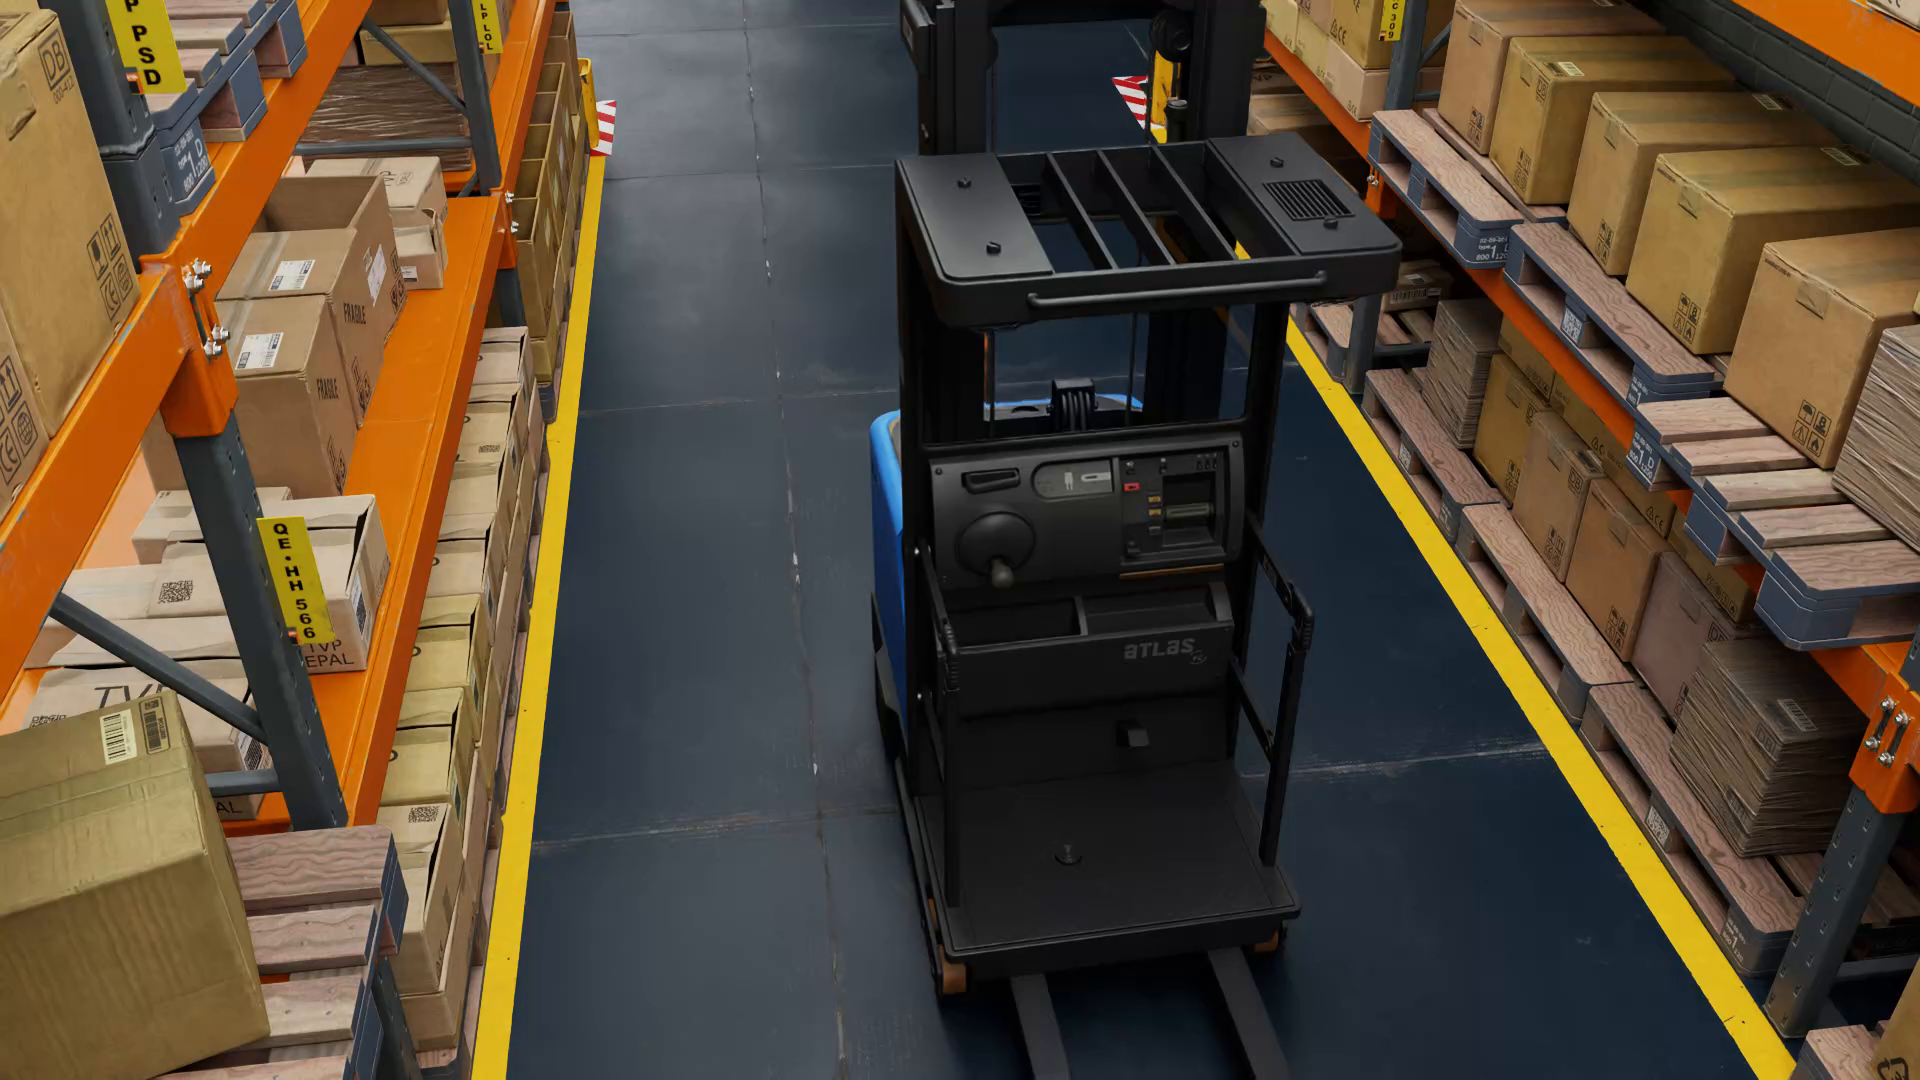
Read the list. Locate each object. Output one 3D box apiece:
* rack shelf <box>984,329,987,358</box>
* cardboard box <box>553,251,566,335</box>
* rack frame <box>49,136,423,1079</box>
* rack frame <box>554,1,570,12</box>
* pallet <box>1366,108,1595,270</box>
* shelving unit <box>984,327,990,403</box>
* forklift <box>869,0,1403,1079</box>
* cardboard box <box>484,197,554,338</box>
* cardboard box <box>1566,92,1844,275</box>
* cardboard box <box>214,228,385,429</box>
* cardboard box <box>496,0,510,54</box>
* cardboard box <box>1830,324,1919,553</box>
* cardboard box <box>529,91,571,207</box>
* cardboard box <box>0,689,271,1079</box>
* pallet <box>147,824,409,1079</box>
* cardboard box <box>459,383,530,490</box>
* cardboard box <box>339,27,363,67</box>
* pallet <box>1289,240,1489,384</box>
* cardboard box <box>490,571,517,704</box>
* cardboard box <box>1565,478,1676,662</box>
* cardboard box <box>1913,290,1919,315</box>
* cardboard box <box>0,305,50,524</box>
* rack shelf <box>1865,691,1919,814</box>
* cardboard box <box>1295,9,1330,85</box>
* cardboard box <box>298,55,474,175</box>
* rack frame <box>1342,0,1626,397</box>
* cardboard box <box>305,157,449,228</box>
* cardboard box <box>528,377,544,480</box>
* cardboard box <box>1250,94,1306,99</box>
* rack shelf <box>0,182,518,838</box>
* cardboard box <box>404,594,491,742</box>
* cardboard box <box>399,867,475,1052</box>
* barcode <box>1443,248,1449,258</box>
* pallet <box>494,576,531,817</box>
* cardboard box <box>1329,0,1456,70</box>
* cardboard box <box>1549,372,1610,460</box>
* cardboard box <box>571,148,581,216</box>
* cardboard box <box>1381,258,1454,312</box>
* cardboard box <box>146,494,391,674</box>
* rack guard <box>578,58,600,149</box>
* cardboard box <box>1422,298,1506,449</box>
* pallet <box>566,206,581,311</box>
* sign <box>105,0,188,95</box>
[{"bbox_3d":[-0.002,-0.765,6.746,0.258,0.103,0.180,-4,35,-6],"label":"rack shelf"},{"bbox_3d":[-2.296,-1.250,8.490,0.500,0.250,0.500,-4,35,-6],"label":"cardboard box"},{"bbox_3d":[-1.934,0.580,3.735,1.000,3.000,0.127,-4,35,-6],"label":"rack frame"},{"bbox_3d":[-3.010,-3.884,10.285,1.000,3.000,0.127,-4,35,-6],"label":"rack frame"},{"bbox_3d":[2.395,-1.512,6.976,1.003,0.211,1.213,-4,35,-6],"label":"pallet"},{"bbox_3d":[-0.002,-0.504,6.924,0.258,1.200,0.189,-4,35,-6],"label":"shelving unit"},{"bbox_3d":[0.416,-0.020,4.677,1.130,2.935,3.031,-6,35,-8],"label":"forklift"},{"bbox_3d":[-2.224,-1.281,7.869,0.500,0.500,0.500,-4,35,-6],"label":"cardboard box"},{"bbox_3d":[2.658,-1.288,5.997,0.700,0.500,0.500,0,34,0],"label":"cardboard box"},{"bbox_3d":[-2.247,-0.690,5.510,0.500,0.500,0.500,-4,35,-6],"label":"cardboard box"},{"bbox_3d":[-2.749,-2.800,8.606,0.700,0.500,0.500,-3,34,-5],"label":"cardboard box"},{"bbox_3d":[2.901,-0.281,4.520,0.700,0.500,0.500,-8,35,-12],"label":"cardboard box"},{"bbox_3d":[-2.428,-2.118,9.098,0.500,0.500,0.500,-4,35,-6],"label":"cardboard box"},{"bbox_3d":[-1.738,0.708,3.085,0.700,0.500,0.500,-16,37,-22],"label":"cardboard box"},{"bbox_3d":[-1.773,1.033,3.241,1.213,0.211,1.003,-4,35,-6],"label":"pallet"},{"bbox_3d":[-2.057,-0.427,6.783,0.500,0.311,0.500,-3,34,-5],"label":"cardboard box"},{"bbox_3d":[-2.721,-2.097,6.998,0.380,0.149,0.250,-4,35,-6],"label":"cardboard box"},{"bbox_3d":[2.311,-1.249,8.895,1.003,0.211,1.213,-4,35,-6],"label":"pallet"},{"bbox_3d":[-1.927,0.372,6.109,0.500,0.250,0.500,-4,34,-5],"label":"cardboard box"},{"bbox_3d":[2.777,0.085,6.291,0.700,0.500,0.500,-5,35,-7],"label":"cardboard box"},{"bbox_3d":[2.840,-0.657,4.495,0.380,0.149,0.250,-10,36,-14],"label":"cardboard box"},{"bbox_3d":[-1.773,-0.175,2.091,0.910,0.500,0.500,-4,35,-6],"label":"cardboard box"},{"bbox_3d":[3.243,1.617,2.853,1.077,0.370,4.000,-4,35,-6],"label":"rack shelf"},{"bbox_3d":[2.013,-2.495,8.363,0.500,0.250,0.500,-4,35,-6],"label":"cardboard box"},{"bbox_3d":[-2.538,-1.940,7.345,0.700,0.500,0.500,-5,35,-8],"label":"cardboard box"},{"bbox_3d":[2.436,-2.029,7.564,1.000,3.000,0.127,-4,35,-6],"label":"rack frame"},{"bbox_3d":[-2.363,-1.318,6.654,0.500,0.250,0.500,-2,34,-3],"label":"cardboard box"},{"bbox_3d":[-2.129,-0.480,7.359,0.500,0.250,0.500,-5,35,-7],"label":"cardboard box"},{"bbox_3d":[1.979,-2.621,10.429,0.500,0.311,0.500,-2,34,-2],"label":"cardboard box"},{"bbox_3d":[-2.203,-0.238,5.575,1.077,0.370,4.000,-4,35,-6],"label":"rack shelf"},{"bbox_3d":[-1.859,0.420,5.541,0.500,0.311,0.500,-5,35,-8],"label":"cardboard box"},{"bbox_3d":[-1.714,1.229,4.852,0.500,0.250,0.500,-4,35,-7],"label":"cardboard box"},{"bbox_3d":[2.619,-1.559,8.952,0.001,0.075,0.075,-4,35,-6],"label":"barcode"},{"bbox_3d":[-2.167,0.591,6.195,1.003,0.211,1.213,-4,35,-6],"label":"pallet"},{"bbox_3d":[2.066,-2.526,7.742,0.500,0.500,0.500,-4,35,-6],"label":"cardboard box"},{"bbox_3d":[2.688,-0.543,6.546,0.500,0.250,0.500,-5,35,-8],"label":"cardboard box"},{"bbox_3d":[-2.497,-2.087,9.718,0.500,0.250,0.500,-4,35,-6],"label":"cardboard box"},{"bbox_3d":[2.334,-1.336,8.672,0.380,0.166,0.250,-9,35,-13],"label":"cardboard box"},{"bbox_3d":[-1.862,0.103,4.514,0.500,0.311,0.500,-5,35,-7],"label":"cardboard box"},{"bbox_3d":[-3.013,-2.864,11.009,1.175,0.500,0.348,-4,35,-6],"label":"rack guard"},{"bbox_3d":[2.552,-0.768,7.543,0.700,0.500,0.500,-3,34,-5],"label":"cardboard box"},{"bbox_3d":[-2.705,-1.629,9.452,1.003,0.211,1.213,-4,35,-6],"label":"pallet"},{"bbox_3d":[-1.396,-0.913,2.803,0.100,0.325,0.005,-4,35,-6],"label":"sign"}]
